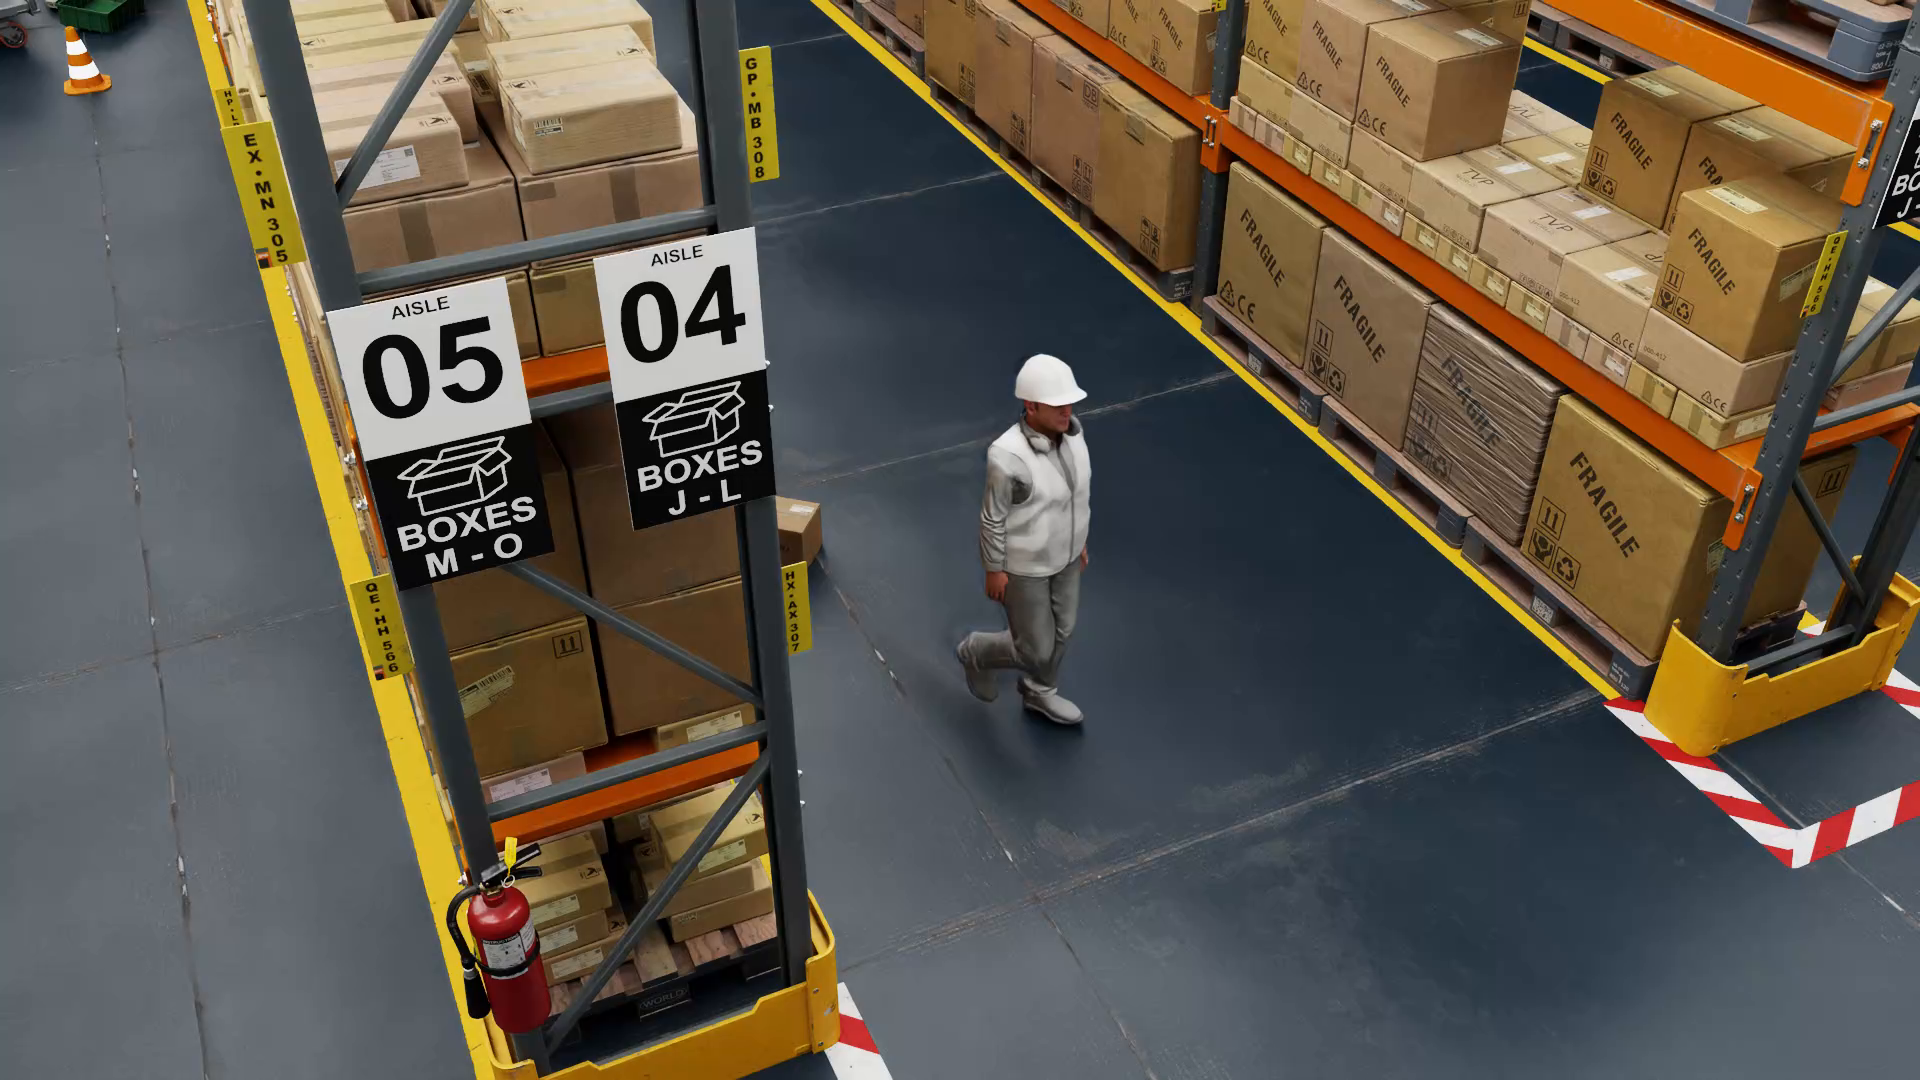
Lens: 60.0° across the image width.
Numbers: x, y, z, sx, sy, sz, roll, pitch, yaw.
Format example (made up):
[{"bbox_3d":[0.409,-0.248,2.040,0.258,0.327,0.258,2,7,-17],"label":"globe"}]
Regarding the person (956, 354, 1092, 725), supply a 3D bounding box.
[{"bbox_3d":[0.271,0.020,6.768,0.556,1.763,0.547,28,45,32],"label":"person"}]
